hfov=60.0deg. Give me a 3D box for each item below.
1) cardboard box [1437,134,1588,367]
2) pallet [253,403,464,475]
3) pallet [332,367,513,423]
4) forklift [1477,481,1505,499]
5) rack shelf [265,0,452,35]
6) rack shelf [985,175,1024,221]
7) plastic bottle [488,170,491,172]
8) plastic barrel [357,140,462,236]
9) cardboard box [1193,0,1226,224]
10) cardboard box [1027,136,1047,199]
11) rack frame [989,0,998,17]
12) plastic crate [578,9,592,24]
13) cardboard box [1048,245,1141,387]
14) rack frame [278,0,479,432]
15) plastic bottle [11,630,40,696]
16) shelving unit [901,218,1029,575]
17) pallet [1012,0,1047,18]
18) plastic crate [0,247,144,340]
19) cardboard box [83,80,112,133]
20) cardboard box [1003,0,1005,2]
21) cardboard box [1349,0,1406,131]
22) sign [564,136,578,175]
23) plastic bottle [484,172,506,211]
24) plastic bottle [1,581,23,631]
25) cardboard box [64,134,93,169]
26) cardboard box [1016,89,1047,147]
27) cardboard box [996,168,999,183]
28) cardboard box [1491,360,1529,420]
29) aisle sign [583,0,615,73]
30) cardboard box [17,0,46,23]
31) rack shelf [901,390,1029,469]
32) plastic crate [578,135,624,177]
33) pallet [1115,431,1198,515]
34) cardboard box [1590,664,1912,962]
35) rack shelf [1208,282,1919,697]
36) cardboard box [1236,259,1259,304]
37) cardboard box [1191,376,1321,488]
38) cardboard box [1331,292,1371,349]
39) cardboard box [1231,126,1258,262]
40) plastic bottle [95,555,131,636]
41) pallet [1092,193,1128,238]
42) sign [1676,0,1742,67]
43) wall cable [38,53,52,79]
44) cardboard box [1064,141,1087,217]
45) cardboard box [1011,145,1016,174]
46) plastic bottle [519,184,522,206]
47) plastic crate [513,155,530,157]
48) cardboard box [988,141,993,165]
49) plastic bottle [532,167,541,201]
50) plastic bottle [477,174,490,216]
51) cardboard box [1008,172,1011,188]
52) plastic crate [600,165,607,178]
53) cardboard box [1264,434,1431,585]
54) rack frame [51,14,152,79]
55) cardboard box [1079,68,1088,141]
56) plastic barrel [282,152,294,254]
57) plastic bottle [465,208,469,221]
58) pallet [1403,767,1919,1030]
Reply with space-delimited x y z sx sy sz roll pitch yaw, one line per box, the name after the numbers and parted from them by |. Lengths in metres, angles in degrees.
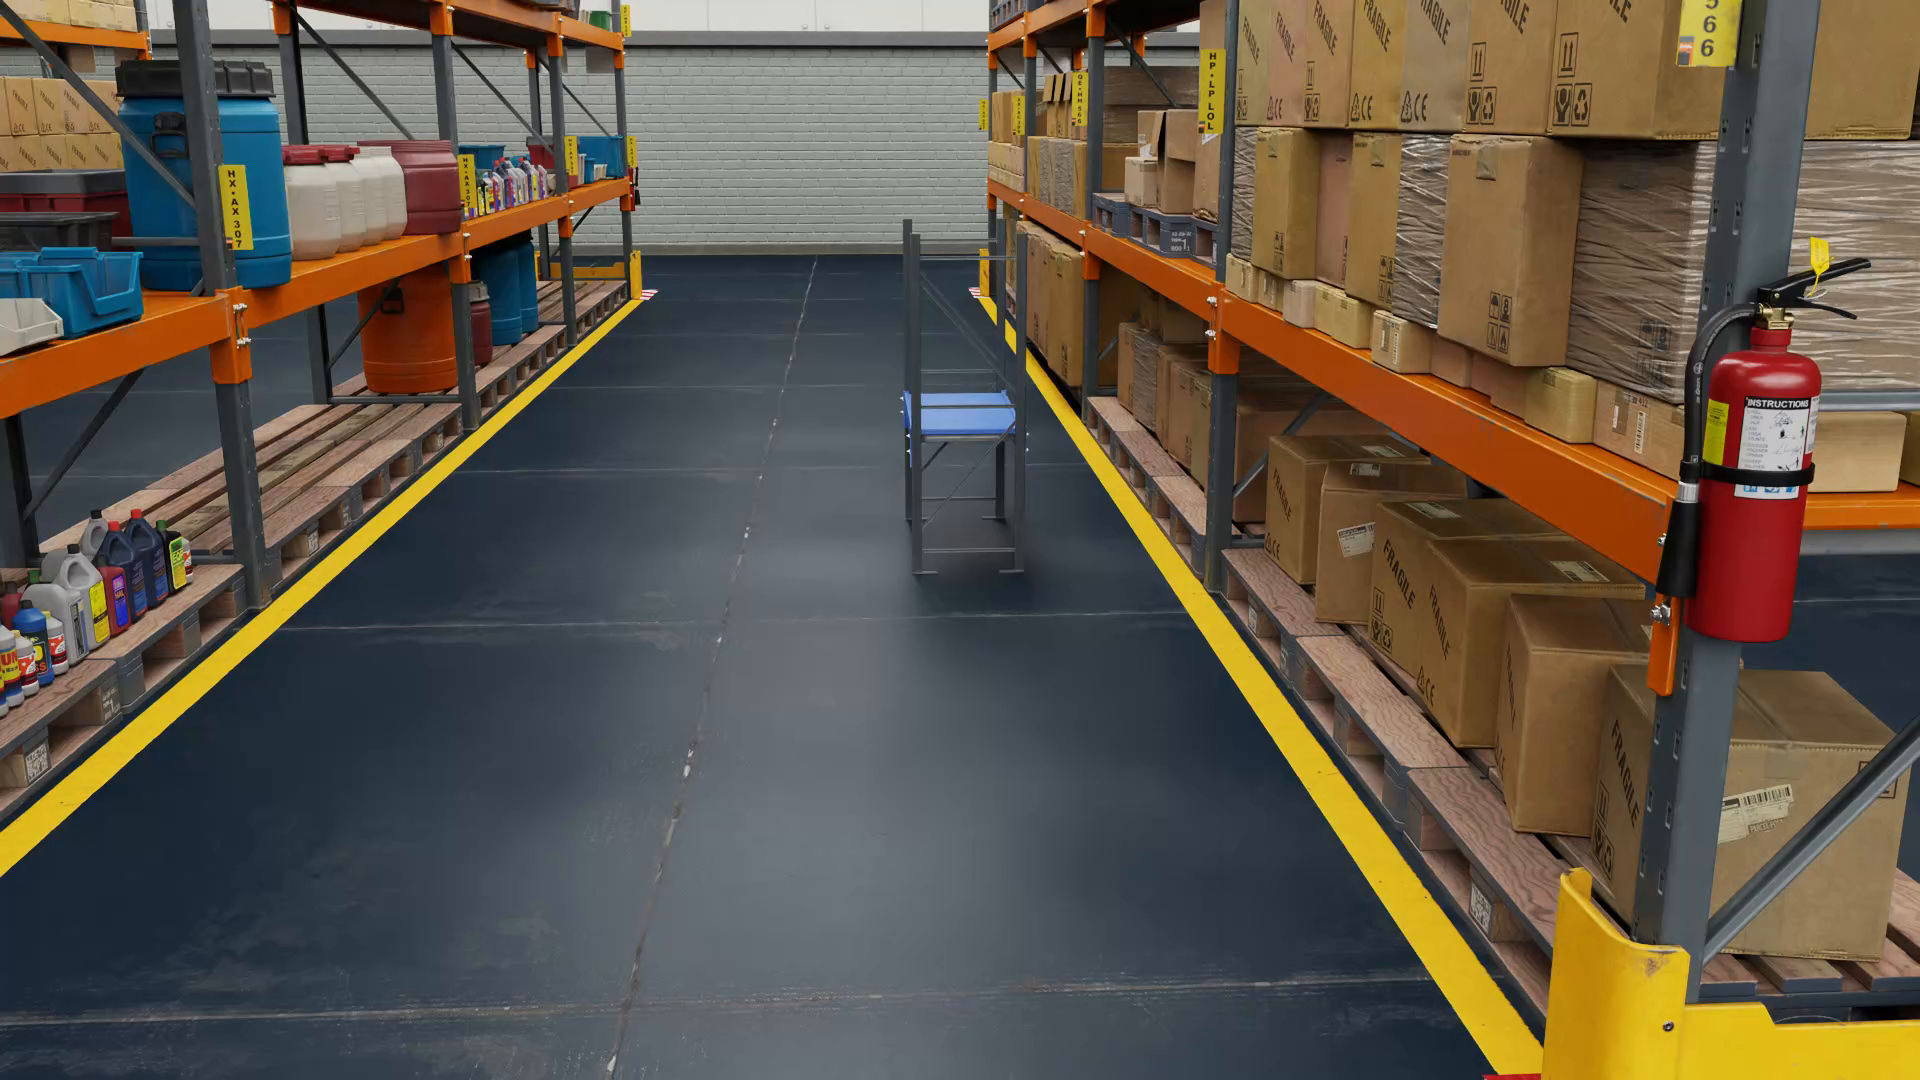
1.650 -0.695 3.911 0.875 0.500 0.500 -1 14 -3 | cardboard box
-3.623 -0.612 9.983 1.003 0.211 1.213 -1 14 -3 | pallet
-3.722 -1.001 11.494 1.003 0.211 1.213 -1 14 -3 | pallet
3.523 -1.846 9.319 1.130 2.935 3.031 3 15 12 | forklift
-3.508 -2.763 8.170 1.077 0.370 4.000 -1 14 -3 | rack shelf
0.940 -3.376 16.573 1.077 0.370 4.000 -1 14 -3 | rack shelf
-3.579 -2.682 12.687 0.097 0.271 0.097 0 14 0 | plastic bottle
-3.301 -2.111 9.940 0.600 0.536 0.708 -1 14 -3 | plastic barrel
1.650 -1.932 7.467 1.000 1.000 1.000 -1 14 -3 | cardboard box
0.843 -3.158 14.078 0.500 0.500 0.500 -1 14 -3 | cardboard box
0.816 -7.128 17.669 1.000 3.000 0.127 -1 14 -3 | rack frame
-3.752 -4.961 15.796 0.437 0.136 0.530 -1 14 -3 | plastic crate
1.290 -1.579 11.565 1.225 0.875 0.875 -2 15 -6 | cardboard box
-3.632 -2.156 10.387 1.000 3.000 0.127 -1 14 -3 | rack frame
-2.971 0.385 5.243 0.097 0.201 0.097 0 14 0 | plastic bottle
0.005 -0.705 7.757 0.538 1.500 1.048 -1 14 -3 | shelving unit
1.023 -4.841 14.979 1.003 0.211 1.213 -1 14 -3 | pallet
-3.045 -0.818 5.486 0.499 0.251 0.616 -1 14 -3 | plastic crate
-8.701 -4.242 16.286 0.500 0.500 0.500 0 14 -2 | cardboard box
0.816 -5.705 16.915 0.700 0.500 0.500 -1 14 -5 | cardboard box
1.438 -1.426 4.744 0.500 0.500 0.500 -1 14 -3 | cardboard box
-3.331 -3.293 14.250 0.100 0.325 0.005 -1 14 -3 | sign
-3.422 -2.554 12.181 0.152 0.276 0.135 -1 14 -3 | plastic bottle
-3.125 0.267 5.537 0.061 0.283 0.133 -1 14 -3 | plastic bottle
-8.680 -3.633 15.926 0.500 0.500 0.500 -1 14 -4 | cardboard box
0.768 -3.772 14.867 0.500 0.500 0.500 0 14 -2 | cardboard box
0.574 -3.752 17.092 0.380 0.149 0.250 -1 14 -5 | cardboard box
1.502 -0.375 3.969 0.380 0.149 0.250 -1 14 -3 | cardboard box
-3.840 -5.427 17.883 0.394 0.787 0.004 -1 14 -3 | aisle sign
-8.664 -4.829 15.056 0.500 0.250 0.500 -1 14 -3 | cardboard box
0.005 -0.531 7.802 0.538 0.185 1.000 -1 14 -3 | rack shelf
-3.920 -4.112 17.795 0.616 0.435 0.499 -1 14 -3 | plastic crate
1.431 -0.385 9.100 1.003 0.211 1.213 -1 14 -3 | pallet
1.785 0.609 3.815 0.500 0.500 0.500 2 15 7 | cardboard box
1.683 -0.392 4.974 1.077 0.370 4.000 -1 14 -3 | rack shelf
1.275 -0.996 6.381 0.380 0.149 0.250 -1 14 -3 | cardboard box
1.532 -0.512 8.131 0.700 0.500 0.500 -1 14 -4 | cardboard box
1.379 -0.685 5.174 0.380 0.149 0.250 -1 14 -3 | cardboard box
1.525 -1.317 6.330 0.875 0.500 0.500 -1 14 -3 | cardboard box
-2.993 0.184 5.859 0.061 0.283 0.133 0 14 0 | plastic bottle
1.462 -1.964 10.026 1.213 0.211 1.003 -1 14 -3 | pallet
1.252 -0.953 2.754 0.100 0.325 0.005 -1 14 -3 | sign
-14.009 -6.807 22.653 3.097 2.526 0.112 -1 14 -3 | wall cable
1.009 -2.524 11.616 0.500 0.500 0.500 -1 14 -4 | cardboard box
0.740 -3.533 15.443 0.500 0.250 0.500 0 14 -2 | cardboard box
-3.436 -2.684 12.835 0.097 0.201 0.097 0 14 0 | plastic bottle
-4.400 -3.864 17.238 0.416 0.233 0.300 -1 14 -3 | plastic crate
0.576 -4.170 17.918 0.500 0.250 0.500 -1 14 -5 | cardboard box
-3.510 -2.907 13.554 0.152 0.276 0.135 -1 14 -3 | plastic bottle
-3.342 -2.419 11.642 0.061 0.283 0.133 -1 14 -3 | plastic bottle
0.654 -3.433 15.852 0.380 0.149 0.250 -1 14 -2 | cardboard box
-3.896 -3.847 17.368 0.396 0.136 0.243 -1 14 -3 | plastic crate
1.544 -0.131 6.688 0.500 0.500 0.500 -1 14 -5 | cardboard box
-9.072 -4.070 17.826 1.000 3.000 0.127 -1 14 -3 | rack frame
1.245 -3.111 11.884 0.797 0.503 0.637 -1 14 -2 | cardboard box
-3.225 -1.469 7.442 0.433 0.535 0.433 0 14 0 | plastic barrel
-3.322 -2.226 11.057 0.097 0.201 0.097 0 14 0 | plastic bottle
1.787 0.886 4.160 1.003 0.211 1.213 -1 14 -3 | pallet
